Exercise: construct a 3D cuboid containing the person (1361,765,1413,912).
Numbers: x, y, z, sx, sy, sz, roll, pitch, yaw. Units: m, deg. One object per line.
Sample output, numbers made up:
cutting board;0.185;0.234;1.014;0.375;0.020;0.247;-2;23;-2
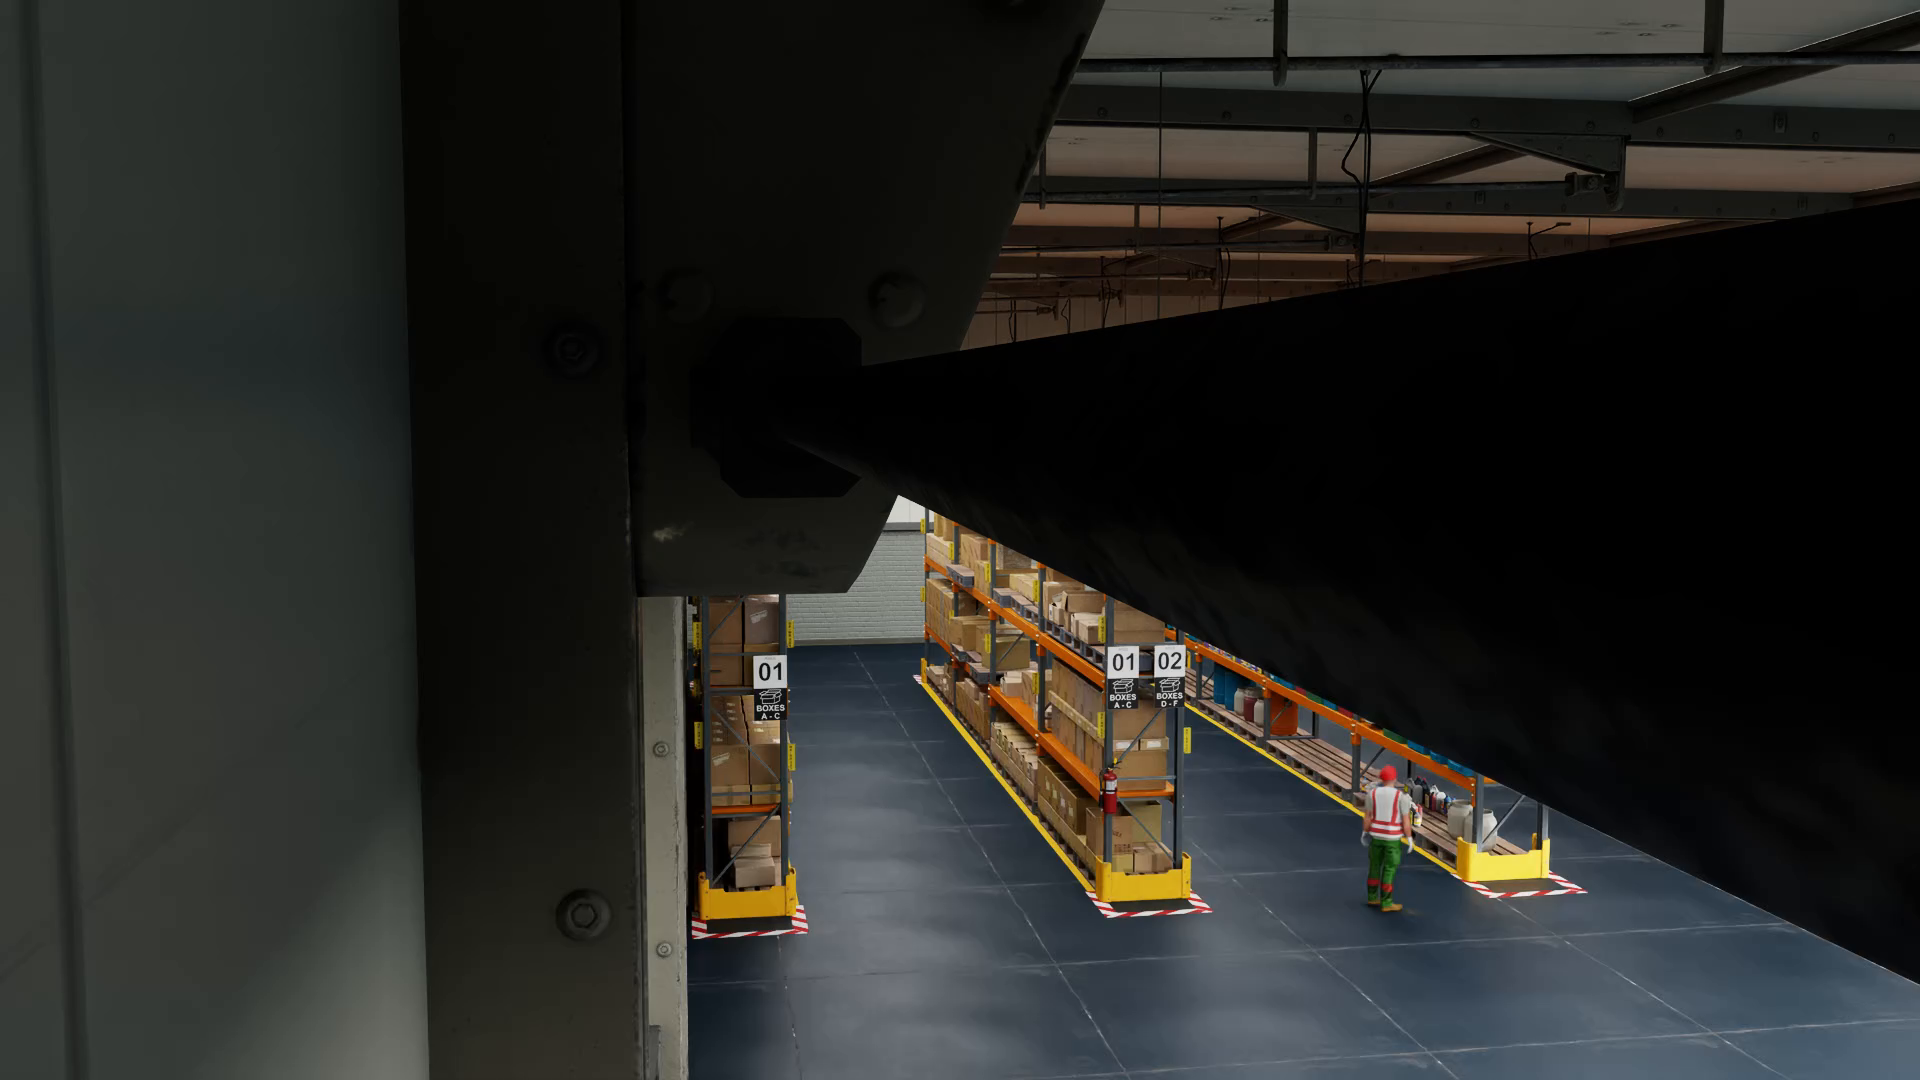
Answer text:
person;5.271;3.653;20.436;0.639;1.812;0.467;4;7;40
